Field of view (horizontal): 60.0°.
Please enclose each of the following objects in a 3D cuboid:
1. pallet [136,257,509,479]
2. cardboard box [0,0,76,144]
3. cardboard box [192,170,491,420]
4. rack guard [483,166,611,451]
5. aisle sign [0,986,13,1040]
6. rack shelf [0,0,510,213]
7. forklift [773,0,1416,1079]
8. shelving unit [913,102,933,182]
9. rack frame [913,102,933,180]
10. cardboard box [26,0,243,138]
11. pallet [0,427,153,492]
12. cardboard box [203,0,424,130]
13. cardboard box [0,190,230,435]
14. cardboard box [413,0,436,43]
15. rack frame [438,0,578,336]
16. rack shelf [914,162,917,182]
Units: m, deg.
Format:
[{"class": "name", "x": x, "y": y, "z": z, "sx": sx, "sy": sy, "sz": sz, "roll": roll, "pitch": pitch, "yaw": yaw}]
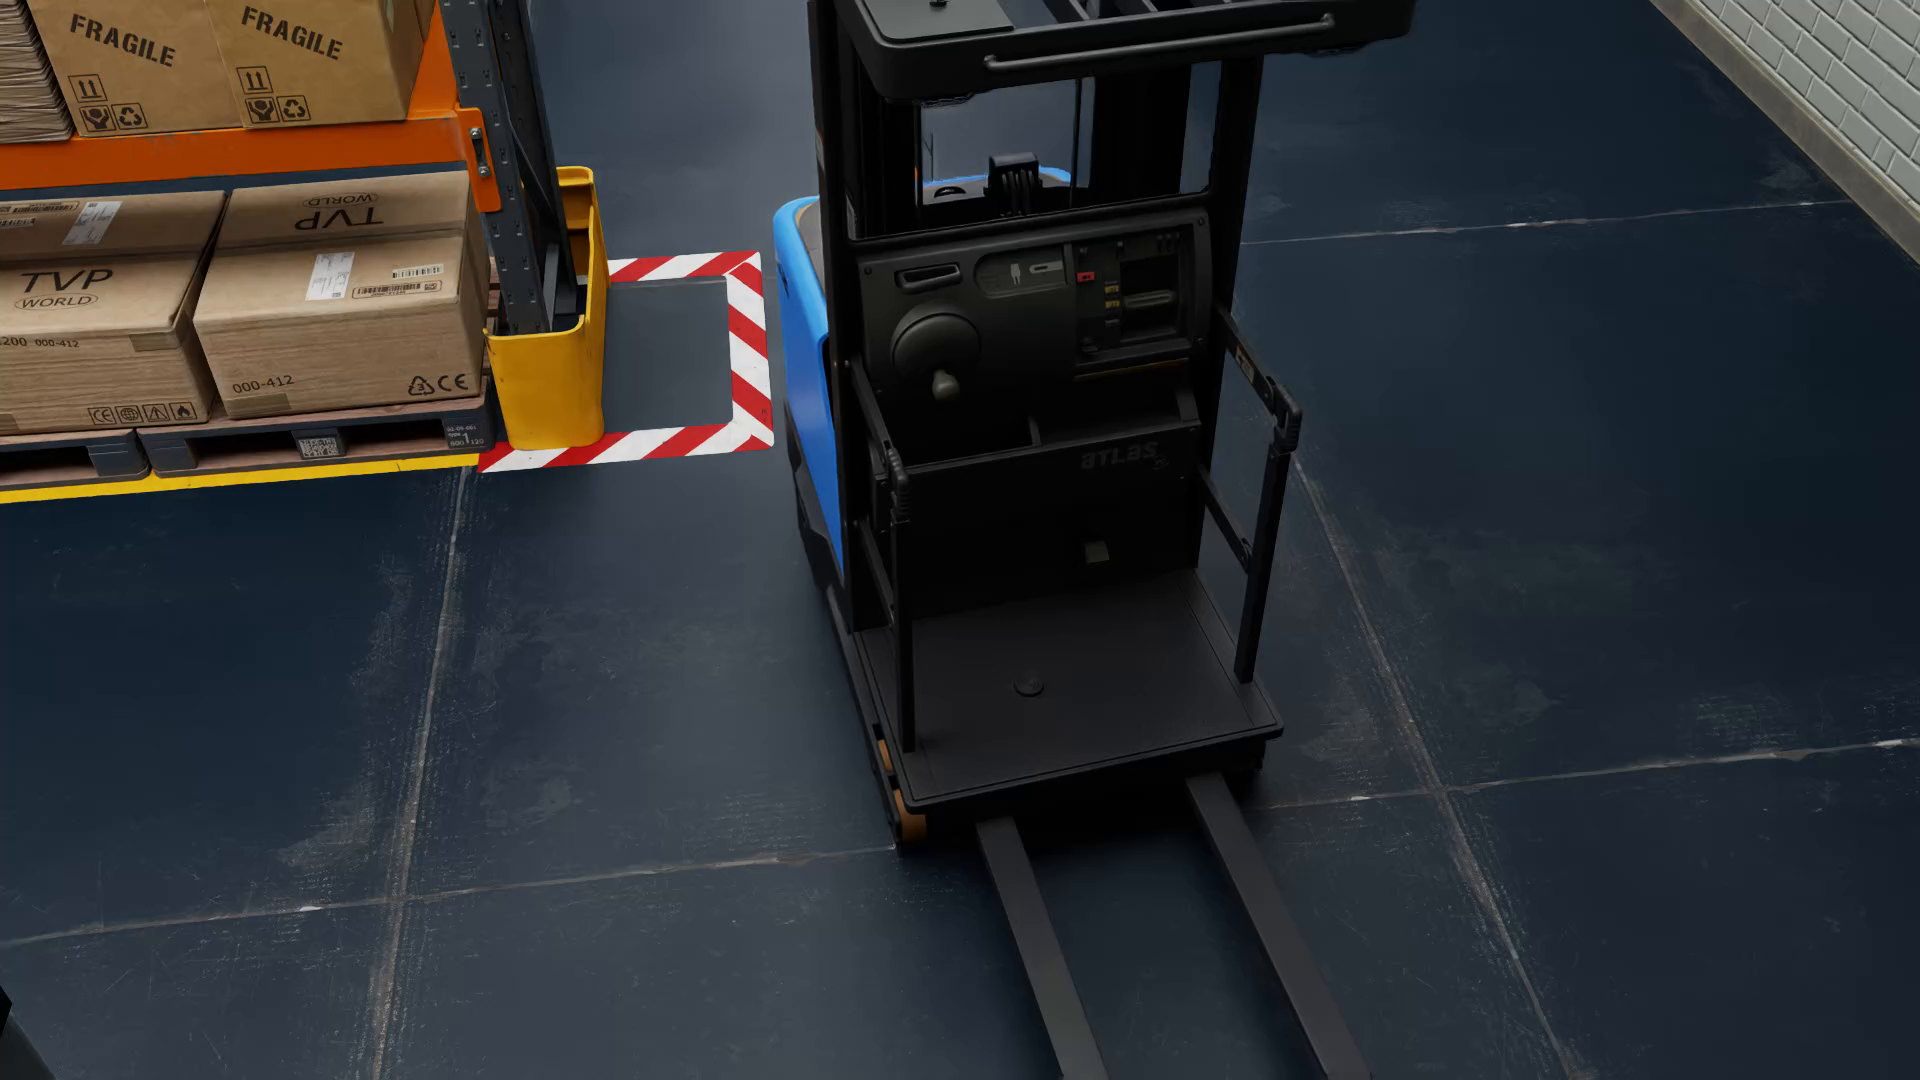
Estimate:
[{"class": "pallet", "x": -2.367, "y": -0.679, "z": 6.327, "sx": 1.213, "sy": 0.211, "sz": 1.003, "roll": -5, "pitch": 42, "yaw": -6}, {"class": "cardboard box", "x": -3.037, "y": -1.570, "z": 5.159, "sx": 0.500, "sy": 0.500, "sz": 0.500, "roll": -4, "pitch": 42, "yaw": -4}, {"class": "cardboard box", "x": -2.226, "y": -0.917, "z": 6.108, "sx": 0.875, "sy": 0.438, "sz": 0.875, "roll": -6, "pitch": 42, "yaw": -7}, {"class": "rack guard", "x": -1.561, "y": -0.910, "z": 6.367, "sx": 0.348, "sy": 0.500, "sz": 1.175, "roll": -5, "pitch": 42, "yaw": -6}, {"class": "aisle sign", "x": -0.908, "y": 0.294, "z": 1.225, "sx": 0.004, "sy": 0.787, "sz": 0.394, "roll": -5, "pitch": 42, "yaw": -6}, {"class": "rack shelf", "x": -3.567, "y": -1.395, "z": 5.576, "sx": 4.000, "sy": 0.370, "sz": 1.077, "roll": -5, "pitch": 42, "yaw": -6}, {"class": "forklift", "x": 0.261, "y": -0.515, "z": 4.114, "sx": 1.130, "sy": 2.935, "sz": 3.031, "roll": -10, "pitch": 43, "yaw": -11}, {"class": "shelving unit", "x": -0.211, "y": -0.940, "z": 5.878, "sx": 0.189, "sy": 1.200, "sz": 0.258, "roll": -10, "pitch": 43, "yaw": -11}, {"class": "rack frame", "x": -0.123, "y": -0.956, "z": 5.896, "sx": 0.006, "sy": 1.200, "sz": 0.240, "roll": -10, "pitch": 43, "yaw": -11}, {"class": "cardboard box", "x": -2.528, "y": -1.622, "z": 5.216, "sx": 0.500, "sy": 0.500, "sz": 0.500, "roll": -6, "pitch": 42, "yaw": -6}, {"class": "pallet", "x": -3.574, "y": -0.575, "z": 6.212, "sx": 1.213, "sy": 0.211, "sz": 1.003, "roll": -5, "pitch": 42, "yaw": -6}, {"class": "cardboard box", "x": -2.028, "y": -1.655, "z": 5.253, "sx": 0.500, "sy": 0.500, "sz": 0.500, "roll": -5, "pitch": 42, "yaw": -5}, {"class": "cardboard box", "x": -3.132, "y": -0.831, "z": 6.014, "sx": 0.875, "sy": 0.438, "sz": 0.875, "roll": -4, "pitch": 42, "yaw": -4}, {"class": "cardboard box", "x": -2.098, "y": -2.022, "z": 5.659, "sx": 0.500, "sy": 0.500, "sz": 0.500, "roll": -5, "pitch": 42, "yaw": -6}, {"class": "rack frame", "x": -1.584, "y": -1.836, "z": 5.528, "sx": 0.127, "sy": 3.000, "sz": 1.000, "roll": -5, "pitch": 42, "yaw": -6}, {"class": "rack shelf", "x": -0.212, "y": -1.175, "z": 5.667, "sx": 0.180, "sy": 0.103, "sz": 0.258, "roll": -10, "pitch": 43, "yaw": -11}]
